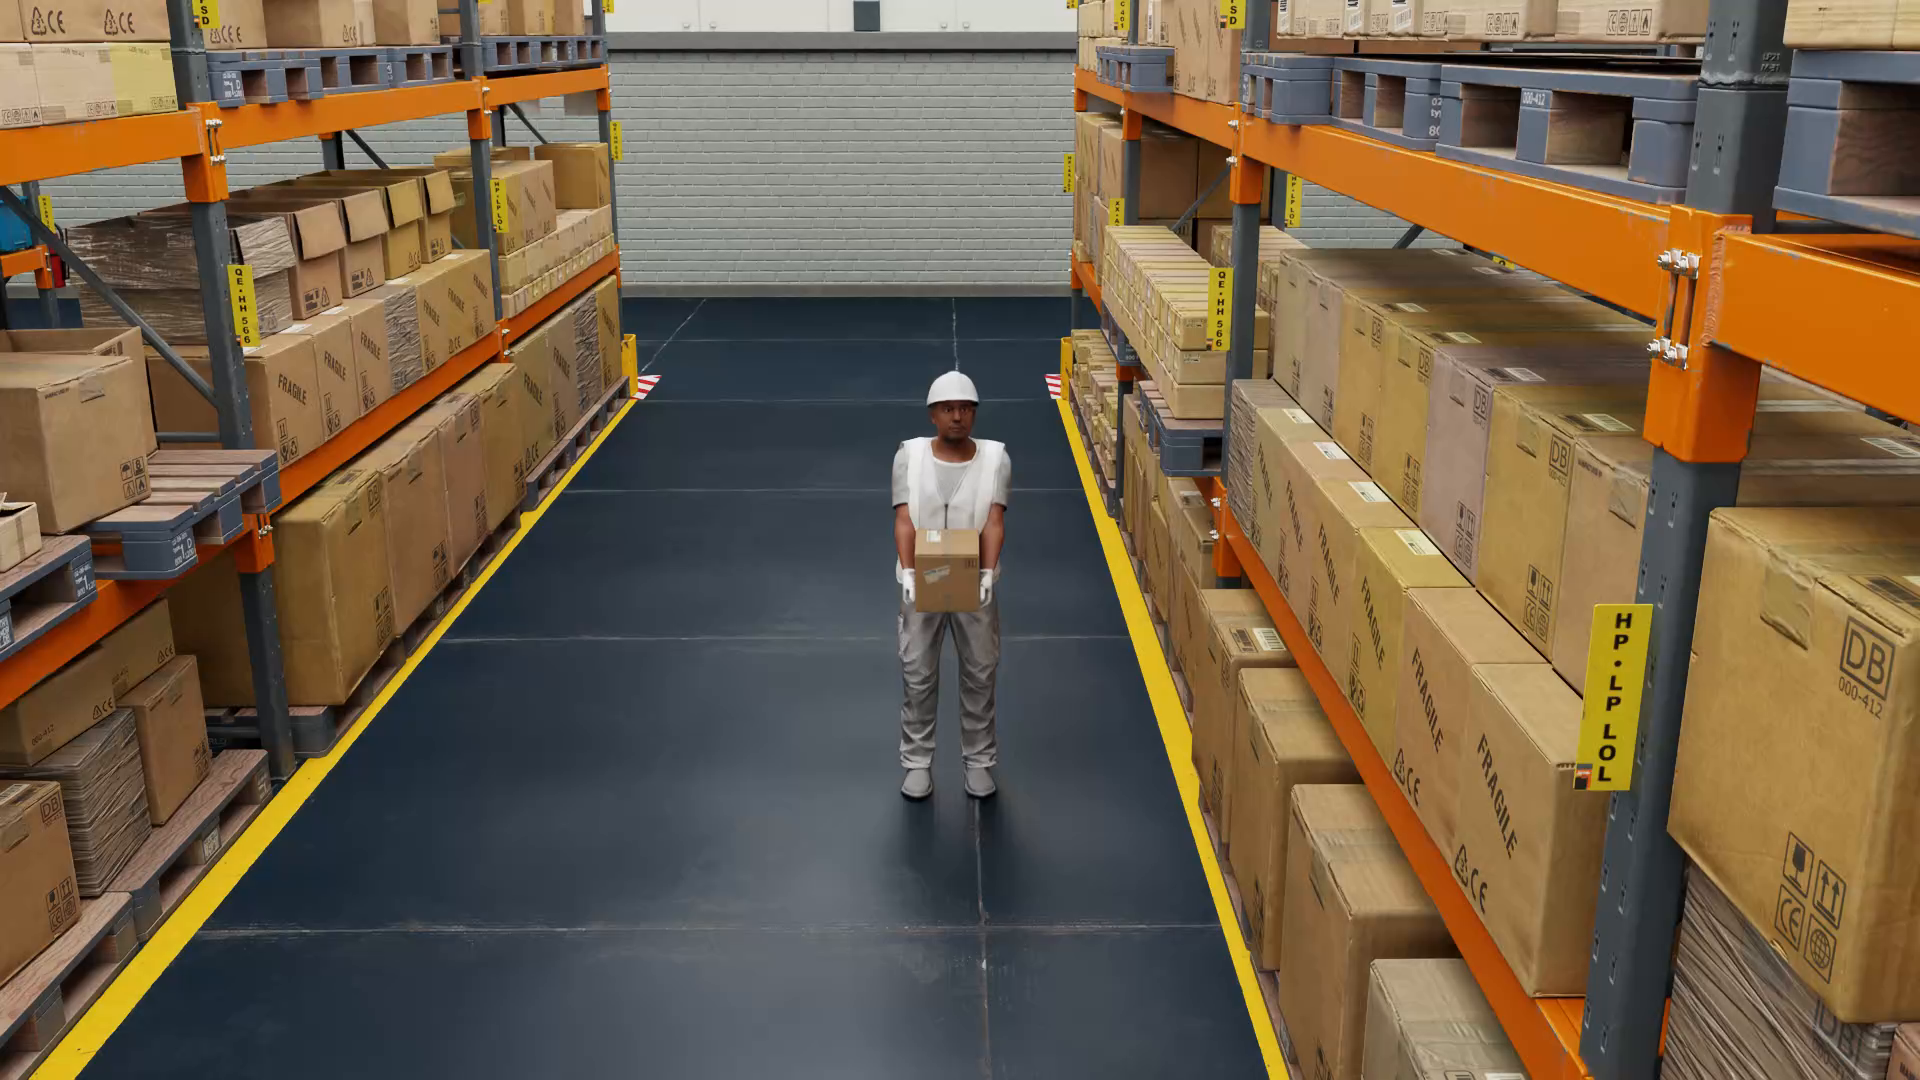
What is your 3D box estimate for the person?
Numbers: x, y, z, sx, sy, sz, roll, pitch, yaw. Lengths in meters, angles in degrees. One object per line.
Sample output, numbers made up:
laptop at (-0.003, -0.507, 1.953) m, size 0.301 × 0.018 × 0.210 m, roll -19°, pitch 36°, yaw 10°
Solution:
person at (-0.035, 0.219, 6.801) m, size 0.487 × 1.778 × 0.575 m, roll 0°, pitch 17°, yaw 0°
